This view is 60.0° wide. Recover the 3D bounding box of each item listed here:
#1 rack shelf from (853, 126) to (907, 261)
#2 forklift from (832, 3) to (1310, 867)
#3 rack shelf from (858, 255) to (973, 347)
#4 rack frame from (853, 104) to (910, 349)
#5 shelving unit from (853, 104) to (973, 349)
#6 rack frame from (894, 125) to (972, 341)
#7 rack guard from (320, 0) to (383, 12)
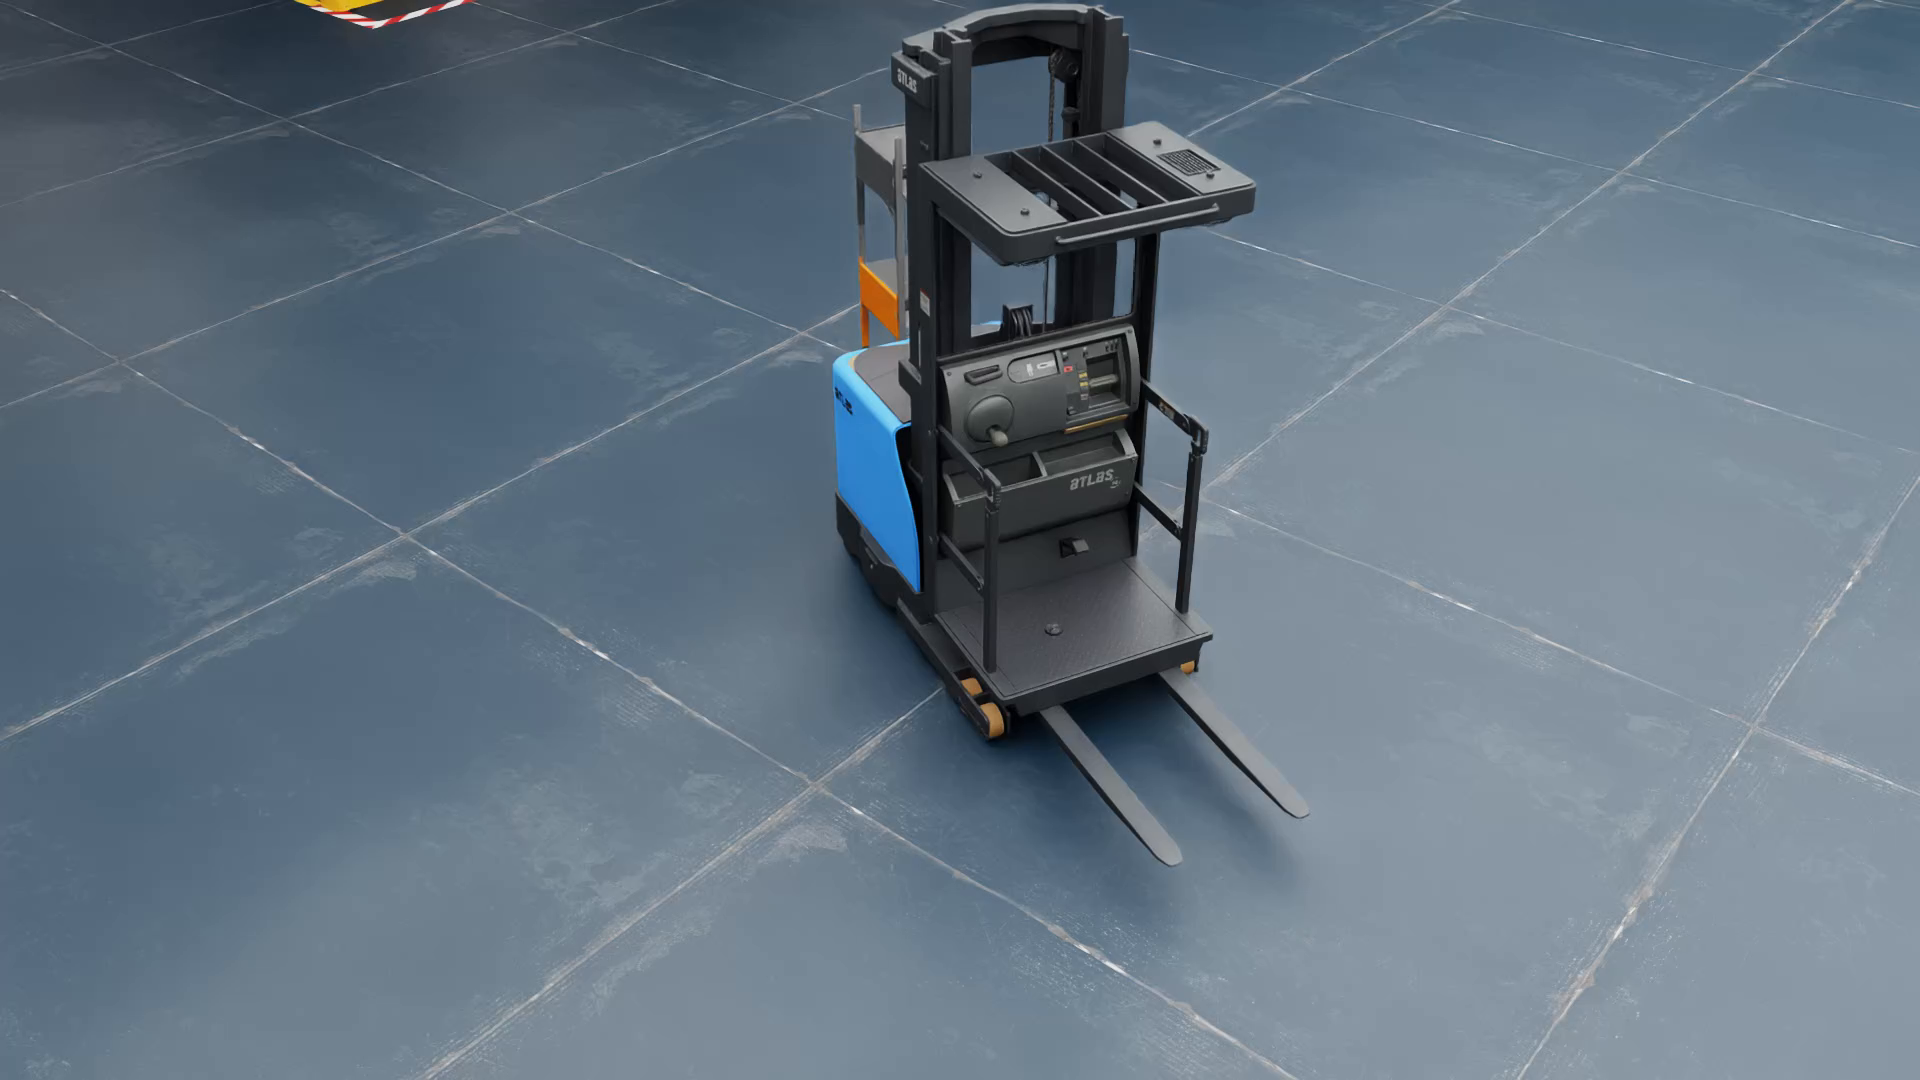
[{"bbox_3d":[-0.233,-1.752,8.233,0.431,0.518,0.480,-15,37,-21],"label":"rack shelf"},{"bbox_3d":[0.457,-0.602,7.037,1.130,2.935,3.031,-15,37,-21],"label":"forklift"},{"bbox_3d":[-0.233,-1.175,8.630,0.431,0.518,0.480,-15,37,-21],"label":"rack shelf"},{"bbox_3d":[-0.340,-1.310,8.803,0.400,2.100,0.015,-15,37,-21],"label":"rack frame"},{"bbox_3d":[-0.233,-1.186,8.622,0.431,2.100,0.503,-15,37,-21],"label":"shelving unit"},{"bbox_3d":[-0.126,-1.062,8.441,0.400,2.100,0.015,-15,37,-21],"label":"rack frame"},{"bbox_3d":[-5.830,-5.676,16.573,0.348,0.500,1.175,25,42,32],"label":"rack guard"}]
